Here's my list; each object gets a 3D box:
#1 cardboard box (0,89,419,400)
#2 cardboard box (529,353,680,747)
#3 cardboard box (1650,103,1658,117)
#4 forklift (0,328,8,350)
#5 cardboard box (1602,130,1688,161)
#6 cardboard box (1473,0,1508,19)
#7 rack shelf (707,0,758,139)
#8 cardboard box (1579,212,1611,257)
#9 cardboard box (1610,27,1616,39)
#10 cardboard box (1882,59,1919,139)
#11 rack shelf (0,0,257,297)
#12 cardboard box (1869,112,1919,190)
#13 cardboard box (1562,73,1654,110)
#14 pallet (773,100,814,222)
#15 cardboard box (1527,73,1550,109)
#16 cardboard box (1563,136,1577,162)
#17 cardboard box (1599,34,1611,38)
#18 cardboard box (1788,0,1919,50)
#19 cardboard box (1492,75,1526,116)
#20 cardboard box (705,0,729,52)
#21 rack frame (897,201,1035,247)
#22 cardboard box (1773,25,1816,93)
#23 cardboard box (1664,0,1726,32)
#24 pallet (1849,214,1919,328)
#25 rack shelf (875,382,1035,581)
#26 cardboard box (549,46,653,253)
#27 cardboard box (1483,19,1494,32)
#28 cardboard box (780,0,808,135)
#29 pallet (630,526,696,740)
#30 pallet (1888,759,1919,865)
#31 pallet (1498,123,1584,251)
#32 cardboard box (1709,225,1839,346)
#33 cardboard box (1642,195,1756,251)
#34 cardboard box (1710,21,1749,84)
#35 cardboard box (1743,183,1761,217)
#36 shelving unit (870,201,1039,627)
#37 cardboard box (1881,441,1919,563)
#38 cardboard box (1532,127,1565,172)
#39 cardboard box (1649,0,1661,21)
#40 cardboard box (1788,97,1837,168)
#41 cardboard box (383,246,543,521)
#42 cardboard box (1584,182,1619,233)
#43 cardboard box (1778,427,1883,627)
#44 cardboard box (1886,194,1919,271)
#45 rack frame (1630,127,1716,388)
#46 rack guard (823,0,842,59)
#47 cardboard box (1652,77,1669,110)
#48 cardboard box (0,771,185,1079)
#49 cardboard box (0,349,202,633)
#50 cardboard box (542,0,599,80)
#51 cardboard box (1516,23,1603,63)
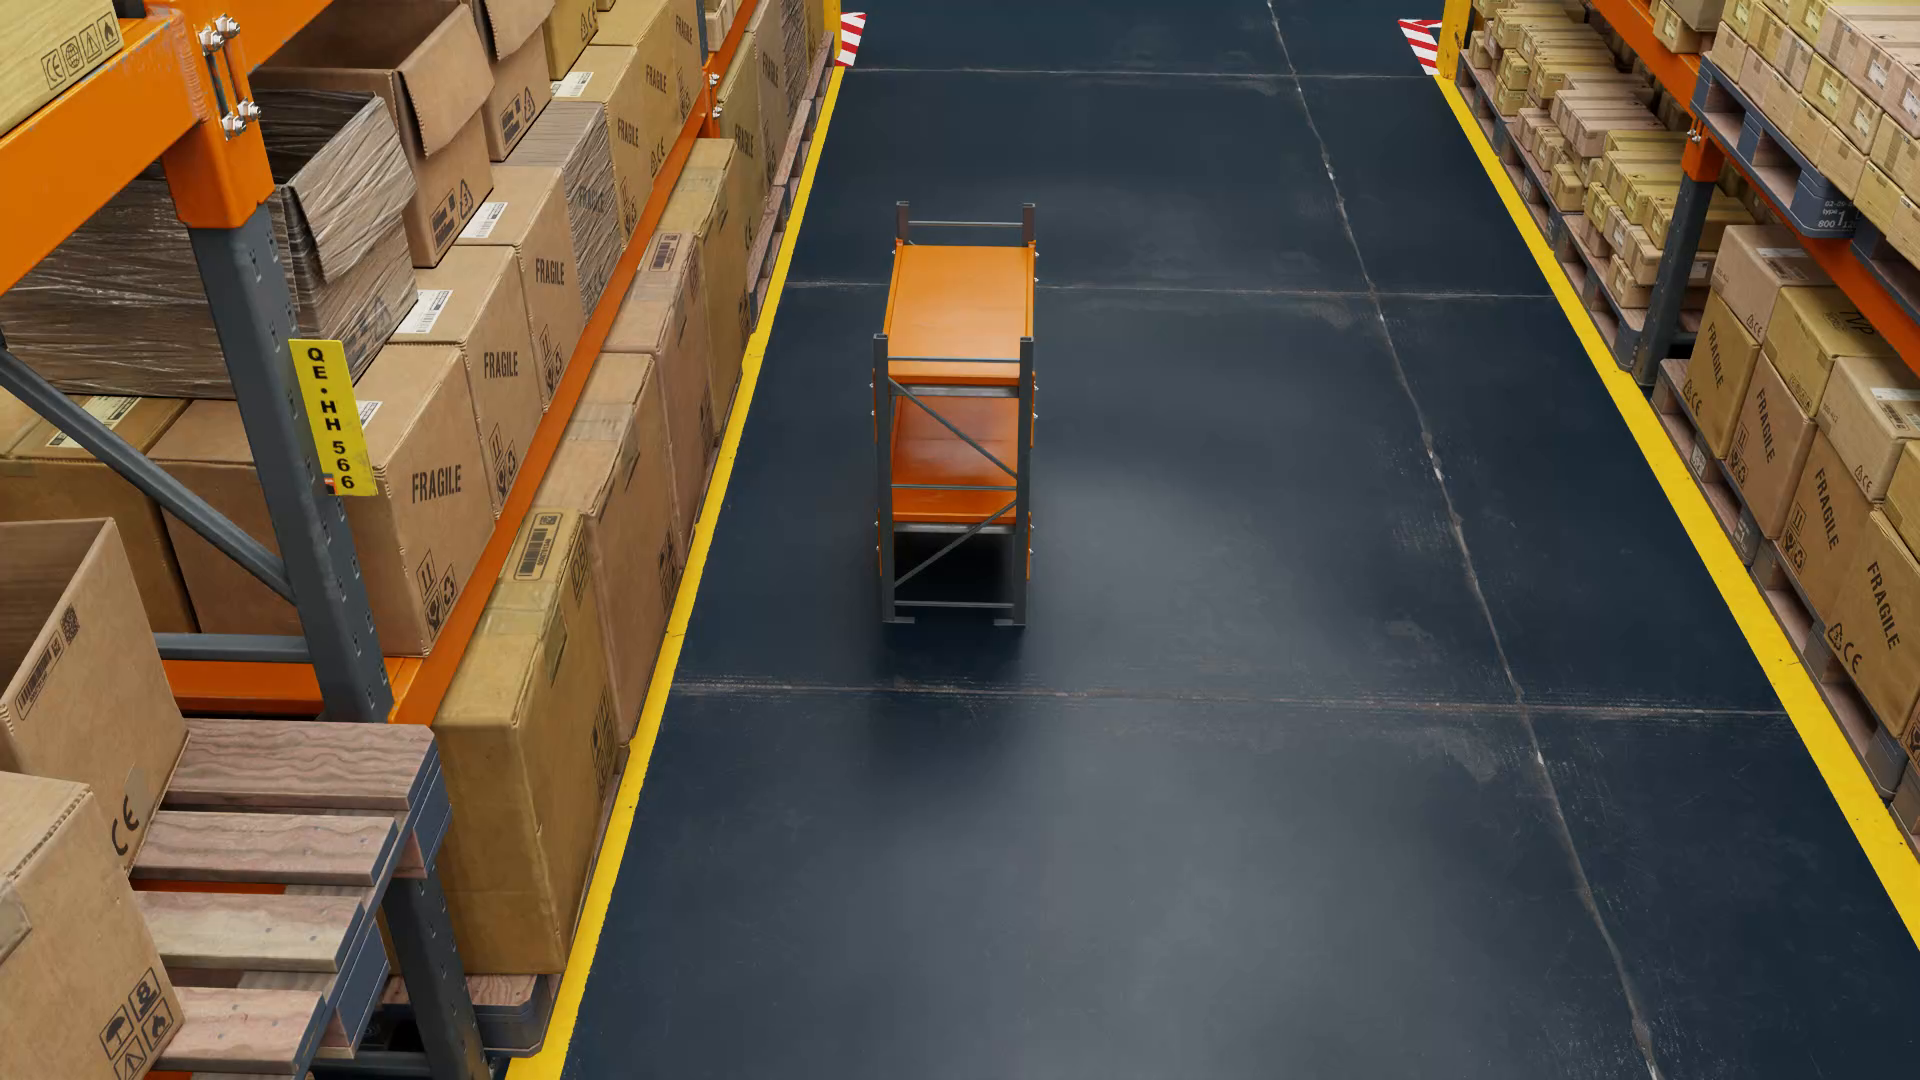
[{"bbox_3d":[-1.633,-0.654,3.613,0.797,0.503,0.637,2,35,3],"label":"cardboard box"},{"bbox_3d":[-1.587,0.006,5.115,1.225,0.875,0.875,1,35,2],"label":"cardboard box"},{"bbox_3d":[3.802,-2.281,8.742,0.380,0.149,0.250,3,35,4],"label":"cardboard box"},{"bbox_3d":[-3.459,-1.659,6.062,1.130,2.935,3.031,3,35,4],"label":"forklift"},{"bbox_3d":[3.250,-1.806,7.808,0.380,0.149,0.250,2,35,3],"label":"cardboard box"},{"bbox_3d":[3.234,-3.162,9.738,0.380,0.149,0.250,0,35,0],"label":"cardboard box"},{"bbox_3d":[-1.438,-2.936,8.445,1.077,0.370,4.000,1,35,2],"label":"rack shelf"},{"bbox_3d":[3.149,-1.448,7.816,0.380,0.149,0.250,0,35,0],"label":"cardboard box"},{"bbox_3d":[3.875,-2.851,9.295,0.380,0.149,0.250,1,35,1],"label":"cardboard box"},{"bbox_3d":[2.907,-1.263,4.774,0.380,0.149,0.250,3,35,4],"label":"cardboard box"},{"bbox_3d":[-1.759,0.433,1.042,1.077,0.370,4.000,1,35,2],"label":"rack shelf"},{"bbox_3d":[2.911,-1.130,4.843,0.380,0.149,0.250,1,35,1],"label":"cardboard box"},{"bbox_3d":[3.286,-2.259,8.453,0.380,0.149,0.250,1,35,2],"label":"cardboard box"},{"bbox_3d":[-1.363,-2.078,9.024,1.003,0.211,1.213,1,35,2],"label":"pallet"},{"bbox_3d":[3.293,-2.441,8.969,0.380,0.149,0.250,0,35,0],"label":"cardboard box"},{"bbox_3d":[3.250,-1.976,8.309,0.380,0.149,0.250,0,35,0],"label":"cardboard box"},{"bbox_3d":[3.794,-2.875,9.588,0.380,0.149,0.250,1,35,1],"label":"cardboard box"},{"bbox_3d":[2.940,-1.698,5.393,0.380,0.149,0.250,2,35,2],"label":"cardboard box"},{"bbox_3d":[3.202,-2.479,9.283,0.380,0.149,0.250,2,35,2],"label":"cardboard box"},{"bbox_3d":[-1.174,-2.141,6.906,0.380,0.149,0.250,1,35,2],"label":"cardboard box"},{"bbox_3d":[0.021,-0.756,6.348,0.500,1.125,0.032,1,35,2],"label":"rack frame"},{"bbox_3d":[2.940,-1.586,5.493,0.380,0.149,0.250,2,35,3],"label":"cardboard box"},{"bbox_3d":[3.171,-2.356,6.648,0.500,0.500,0.500,1,35,2],"label":"cardboard box"},{"bbox_3d":[3.312,-0.670,4.762,1.003,0.211,1.213,1,35,2],"label":"pallet"},{"bbox_3d":[0.000,-0.264,6.073,0.538,0.278,1.000,1,35,2],"label":"rack shelf"},{"bbox_3d":[-1.305,-1.263,5.351,0.500,0.500,0.500,1,35,1],"label":"cardboard box"},{"bbox_3d":[3.317,-3.039,9.821,0.380,0.149,0.250,3,35,4],"label":"cardboard box"},{"bbox_3d":[-1.340,-2.790,9.093,0.875,0.875,0.875,1,35,2],"label":"cardboard box"},{"bbox_3d":[-1.520,0.207,5.771,1.003,0.211,1.213,1,35,2],"label":"pallet"},{"bbox_3d":[3.306,1.081,4.528,1.003,0.211,1.213,1,35,2],"label":"pallet"},{"bbox_3d":[3.472,-1.857,8.709,1.003,0.211,1.213,1,35,2],"label":"pallet"},{"bbox_3d":[3.140,-0.946,6.144,0.500,0.250,0.500,0,35,0],"label":"cardboard box"},{"bbox_3d":[3.188,-1.368,7.184,0.380,0.149,0.250,2,35,3],"label":"cardboard box"},{"bbox_3d":[2.958,-1.762,6.002,0.380,0.149,0.250,0,35,0],"label":"cardboard box"},{"bbox_3d":[3.725,-1.508,7.383,0.380,0.149,0.250,3,35,4],"label":"cardboard box"},{"bbox_3d":[0.000,-0.464,5.932,0.538,1.125,1.048,1,35,2],"label":"shelving unit"},{"bbox_3d":[3.084,-0.048,4.865,0.500,0.250,0.500,2,35,3],"label":"cardboard box"},{"bbox_3d":[3.205,-2.030,8.643,0.380,0.149,0.250,1,35,2],"label":"cardboard box"},{"bbox_3d":[3.183,-2.278,7.101,0.380,0.149,0.250,3,35,4],"label":"cardboard box"},{"bbox_3d":[2.928,-1.315,5.365,0.380,0.149,0.250,2,35,2],"label":"cardboard box"},{"bbox_3d":[-1.369,-0.393,4.114,0.500,0.500,0.500,0,35,1],"label":"cardboard box"},{"bbox_3d":[3.120,-1.534,7.680,0.380,0.149,0.250,0,35,0],"label":"cardboard box"},{"bbox_3d":[3.112,-0.034,5.498,0.500,0.500,0.500,2,35,3],"label":"cardboard box"},{"bbox_3d":[2.898,-0.867,4.728,0.380,0.149,0.250,0,35,0],"label":"cardboard box"},{"bbox_3d":[3.434,-1.909,6.357,1.000,3.000,0.127,1,35,2],"label":"rack frame"},{"bbox_3d":[-1.357,-3.371,10.611,1.175,0.500,0.348,1,35,2],"label":"rack guard"},{"bbox_3d":[3.743,-2.248,8.437,0.380,0.149,0.250,1,35,2],"label":"cardboard box"},{"bbox_3d":[-1.583,0.638,2.281,0.700,0.500,0.500,6,36,9],"label":"cardboard box"},{"bbox_3d":[-1.907,-0.113,3.716,0.500,0.500,0.500,2,35,3],"label":"cardboard box"},{"bbox_3d":[-1.575,-1.771,5.202,0.797,0.503,0.637,2,35,2],"label":"cardboard box"},{"bbox_3d":[3.278,-2.715,9.101,0.380,0.149,0.250,0,35,0],"label":"cardboard box"}]
